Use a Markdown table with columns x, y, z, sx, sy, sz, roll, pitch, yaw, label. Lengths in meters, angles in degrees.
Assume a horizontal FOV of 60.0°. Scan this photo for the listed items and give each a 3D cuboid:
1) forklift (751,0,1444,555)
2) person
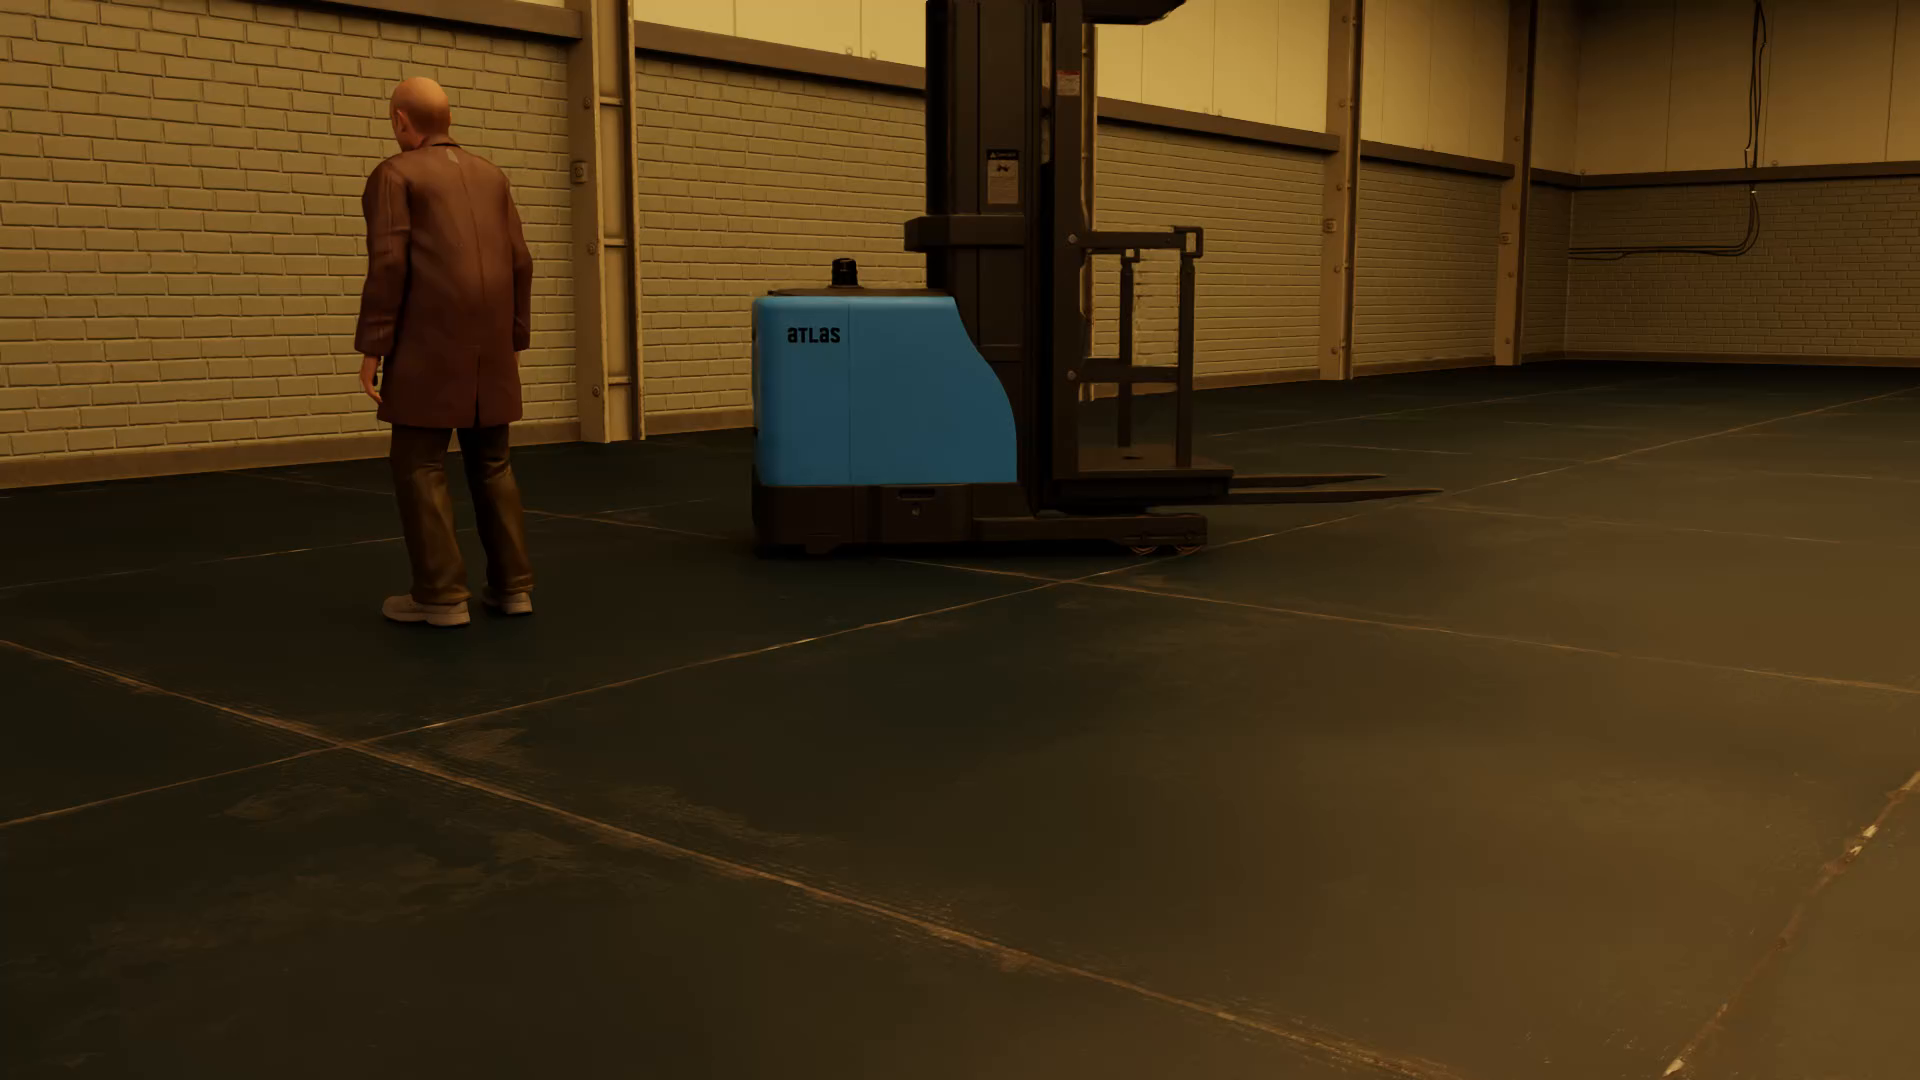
| x | y | z | sx | sy | sz | roll | pitch | yaw | label |
| --- | --- | --- | --- | --- | --- | --- | --- | --- | --- |
| 0.603 | -1.465 | 7.294 | 3.031 | 2.935 | 1.130 | -1 | 8 | -9 | forklift |
| -1.694 | -0.614 | 5.476 | 0.428 | 1.773 | 0.652 | 7 | 11 | 38 | person |
